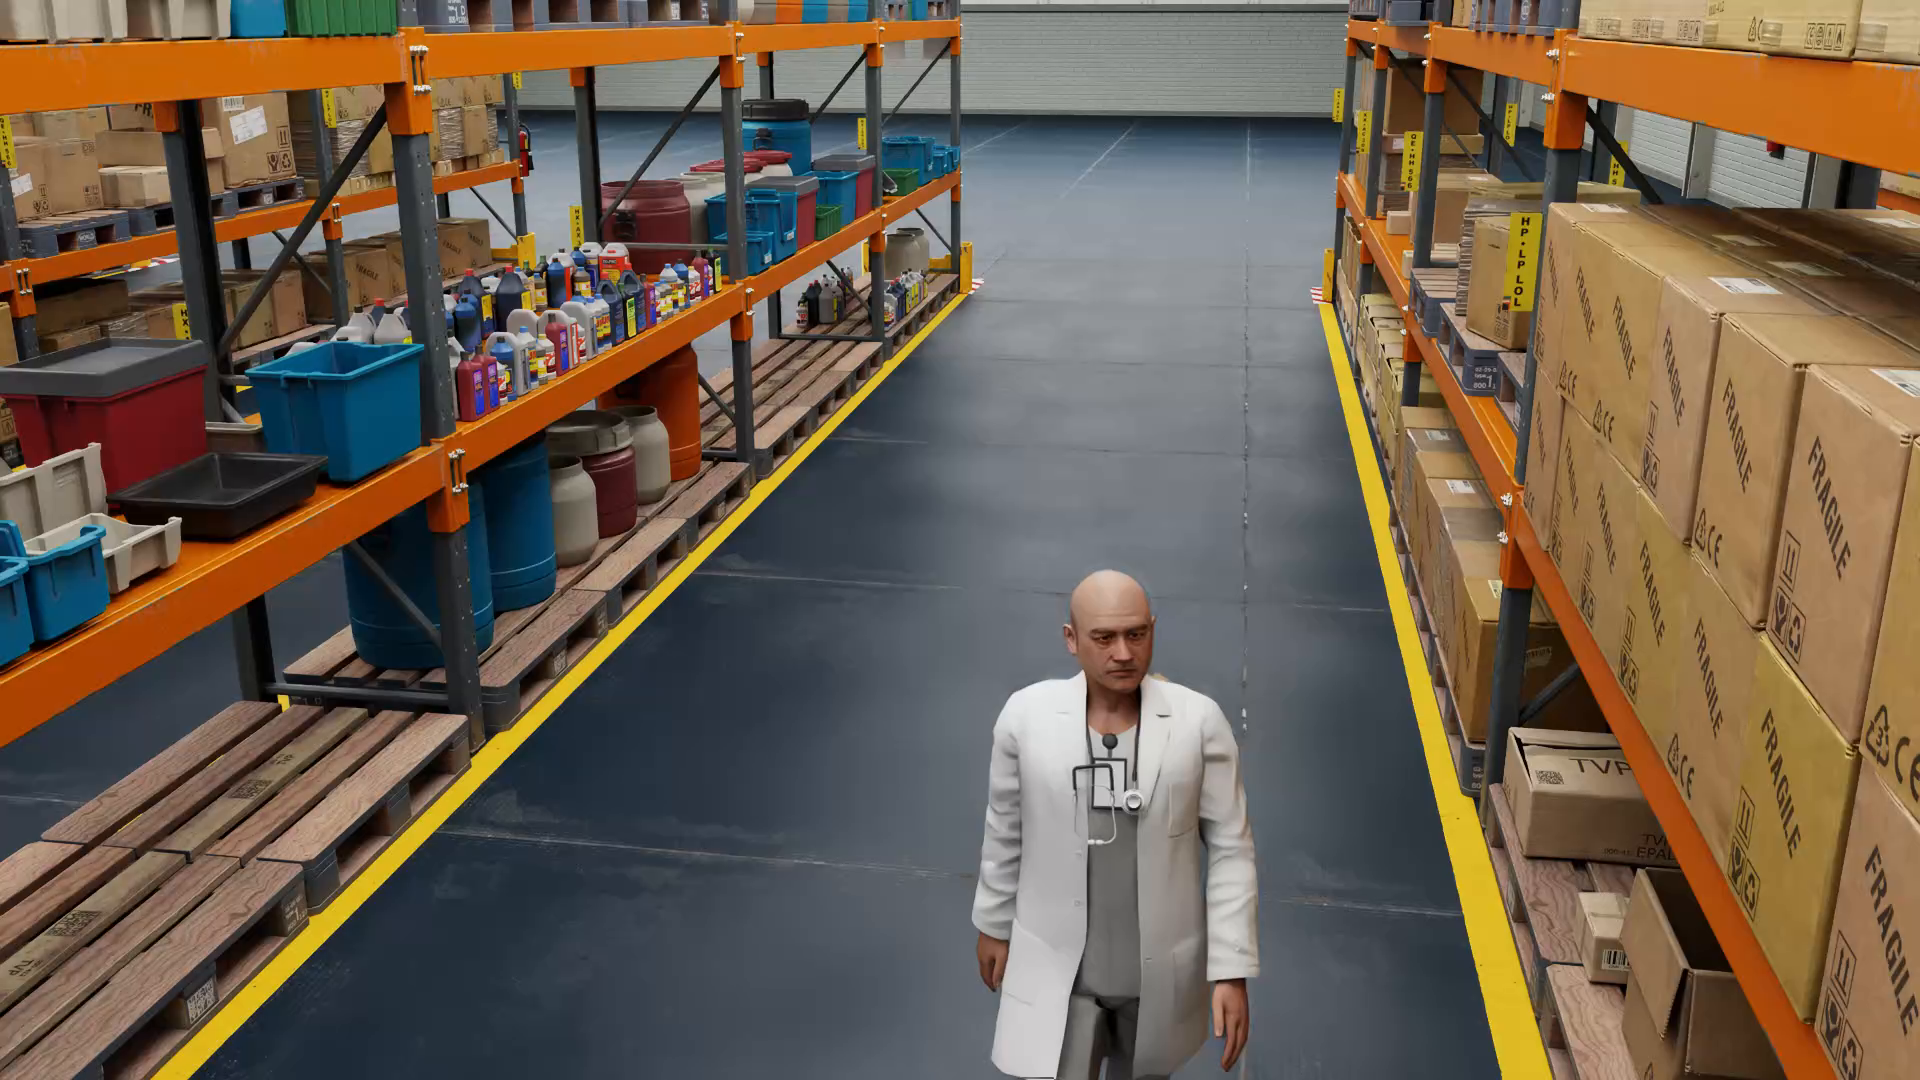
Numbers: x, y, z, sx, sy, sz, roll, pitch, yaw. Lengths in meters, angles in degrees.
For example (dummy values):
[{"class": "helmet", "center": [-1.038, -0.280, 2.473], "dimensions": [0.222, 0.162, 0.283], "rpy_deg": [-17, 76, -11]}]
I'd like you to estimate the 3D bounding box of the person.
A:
[{"class": "person", "center": [0.327, 0.941, 3.573], "dimensions": [0.621, 1.730, 1.027], "rpy_deg": [1, 18, 2]}]
